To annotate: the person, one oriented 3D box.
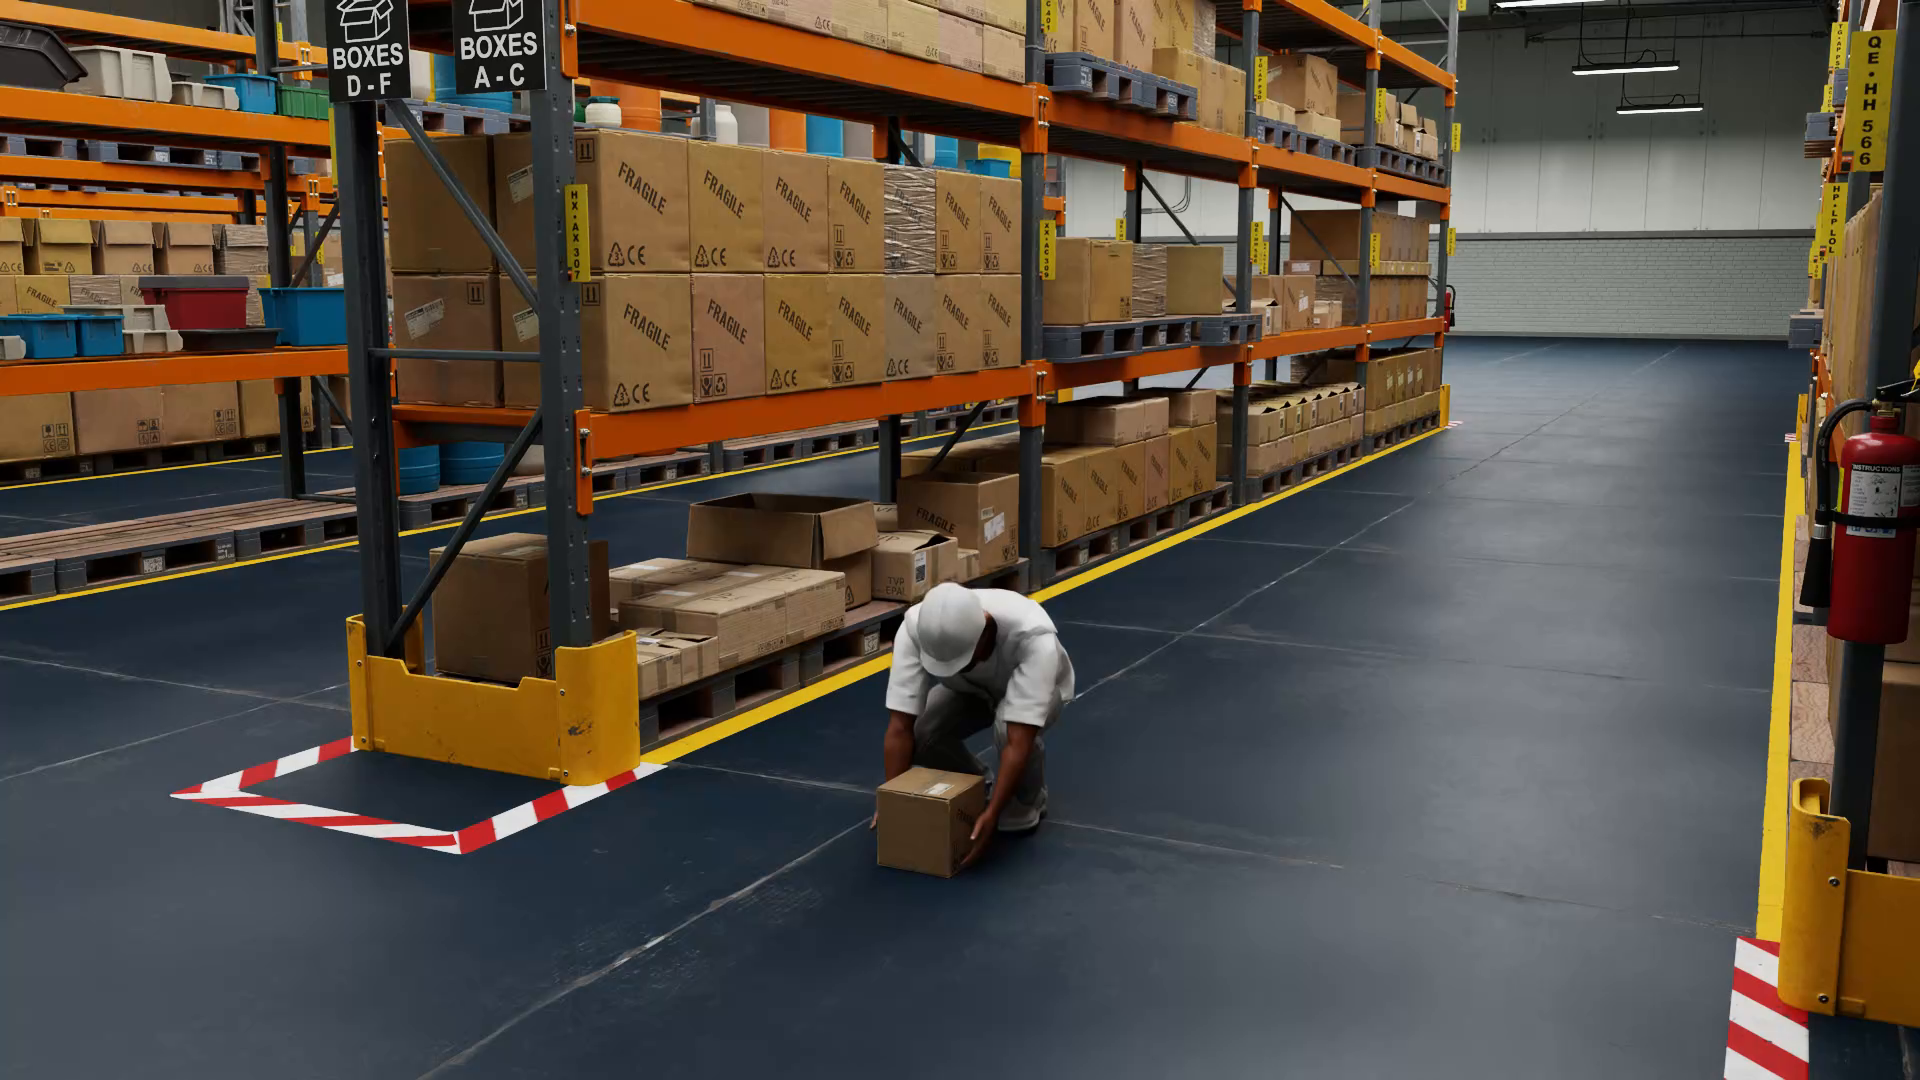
[{"bbox_3d":[0.091,0.518,5.382,0.562,0.887,0.897,4,10,26],"label":"person"}]
